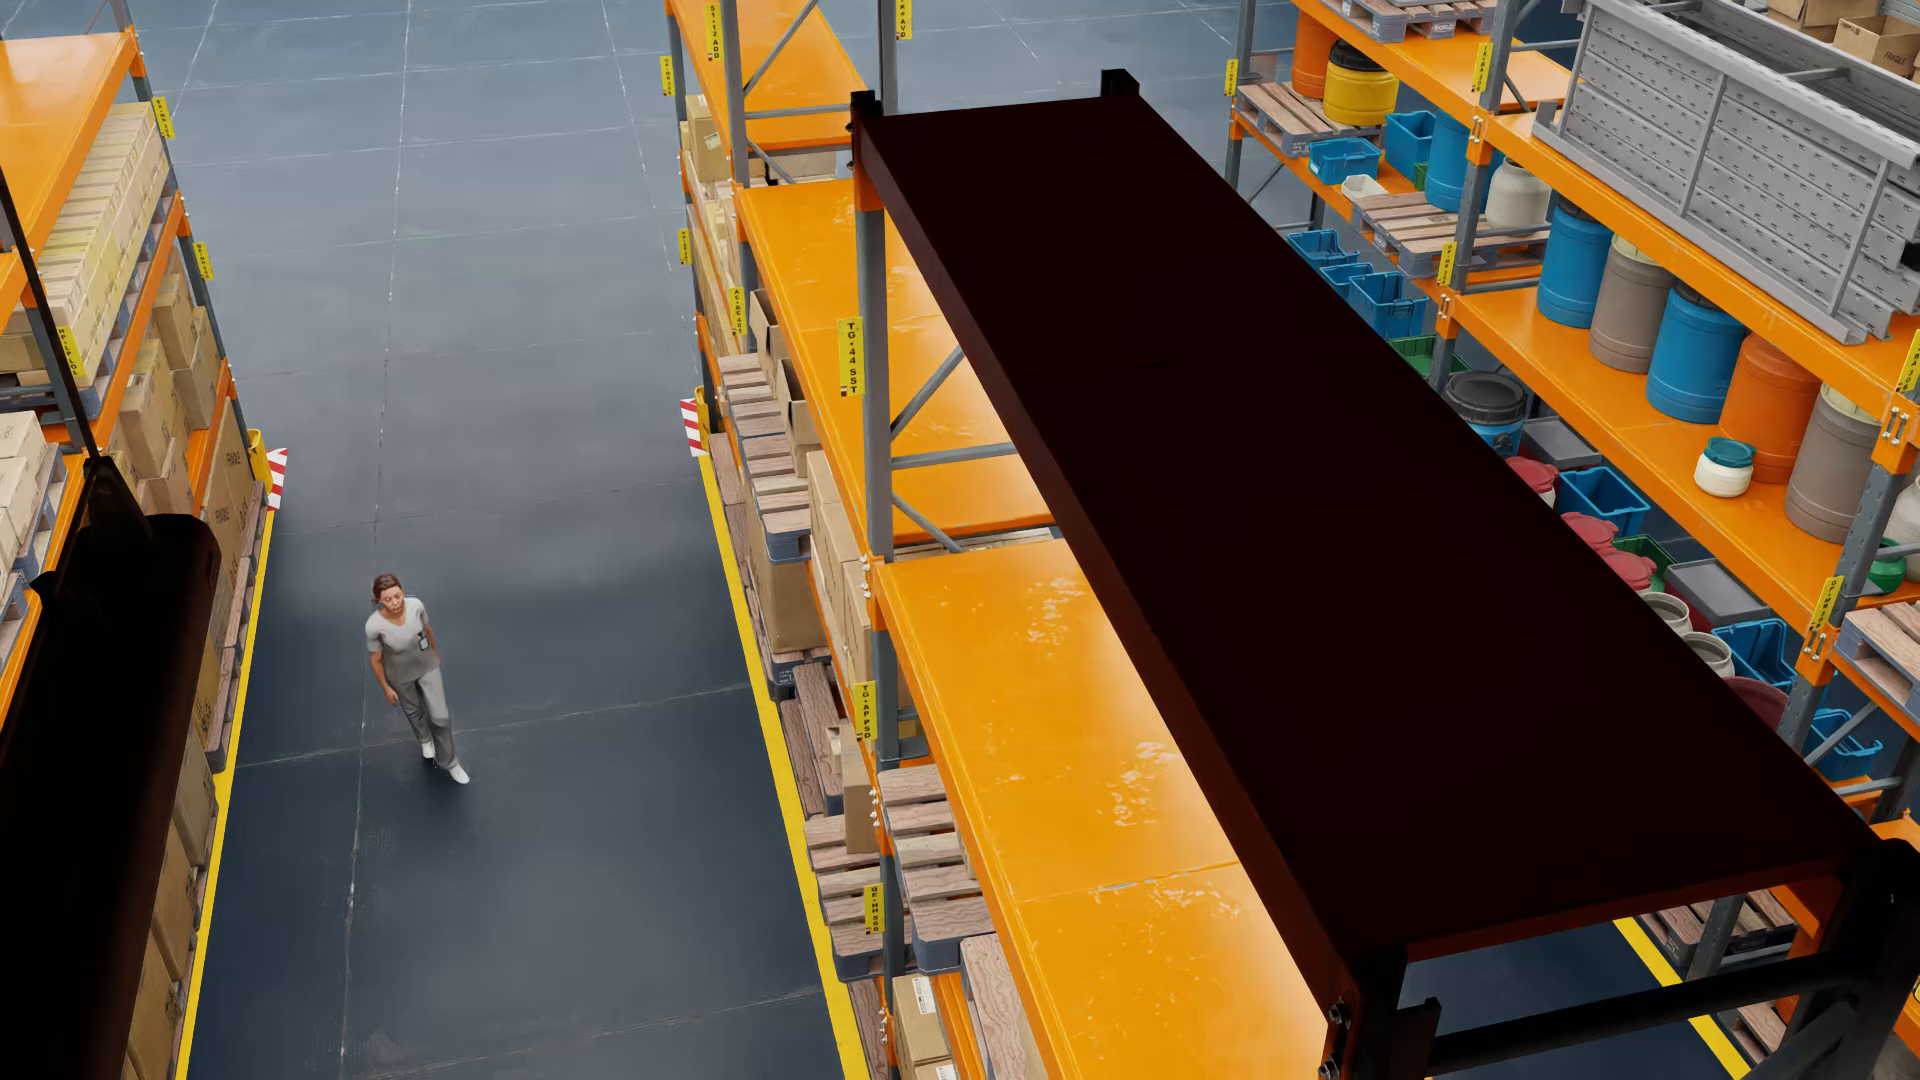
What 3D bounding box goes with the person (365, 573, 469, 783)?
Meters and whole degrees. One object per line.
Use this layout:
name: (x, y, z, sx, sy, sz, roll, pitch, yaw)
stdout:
person: (-3.751, 0.917, 11.325, 0.453, 1.708, 0.607, -14, 37, -20)
